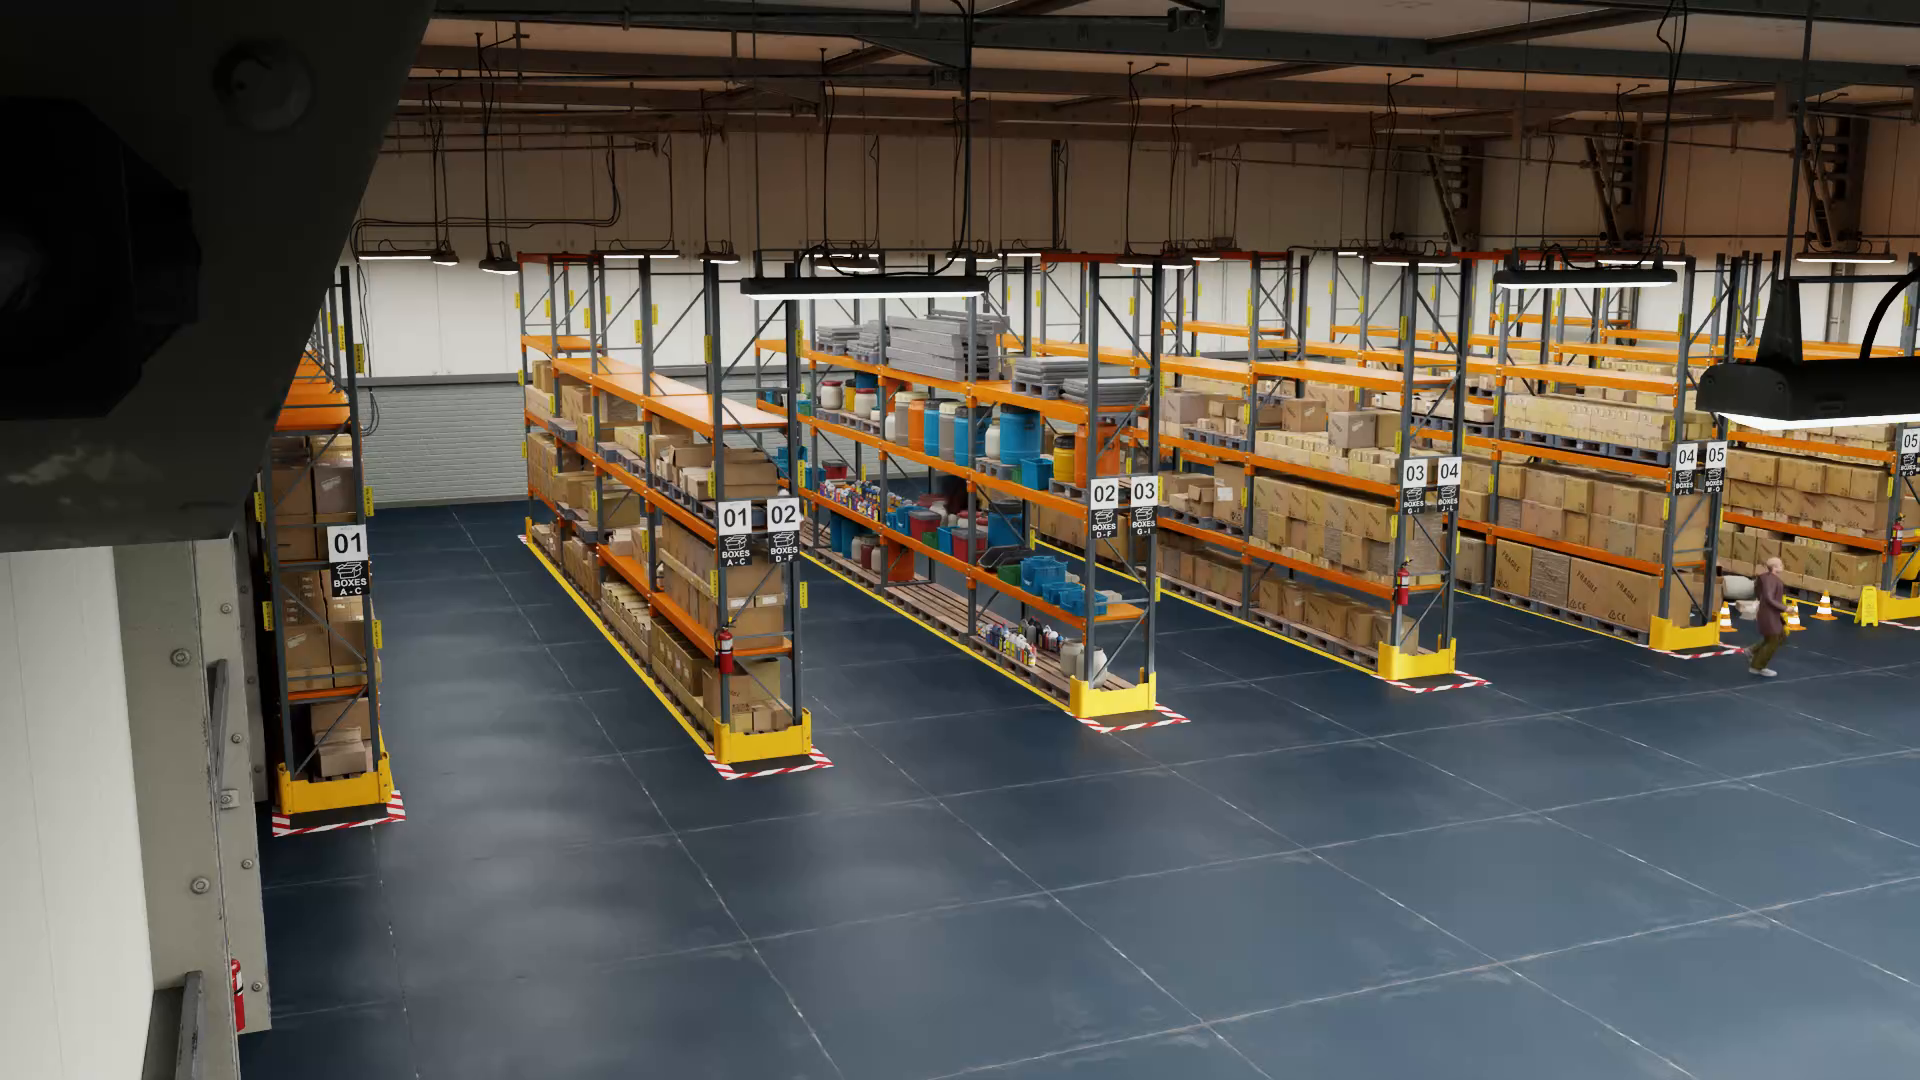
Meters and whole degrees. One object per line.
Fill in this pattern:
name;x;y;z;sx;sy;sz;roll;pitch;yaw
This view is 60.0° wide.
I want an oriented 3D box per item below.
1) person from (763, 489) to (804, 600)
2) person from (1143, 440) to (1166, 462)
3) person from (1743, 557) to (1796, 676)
person;-2.988;0.064;28.361;0.667;1.880;0.807;-6;12;-31
person;4.761;-2.038;41.318;0.729;1.709;0.716;-5;12;-27
person;11.766;1.110;24.137;0.631;1.744;0.729;4;11;23
